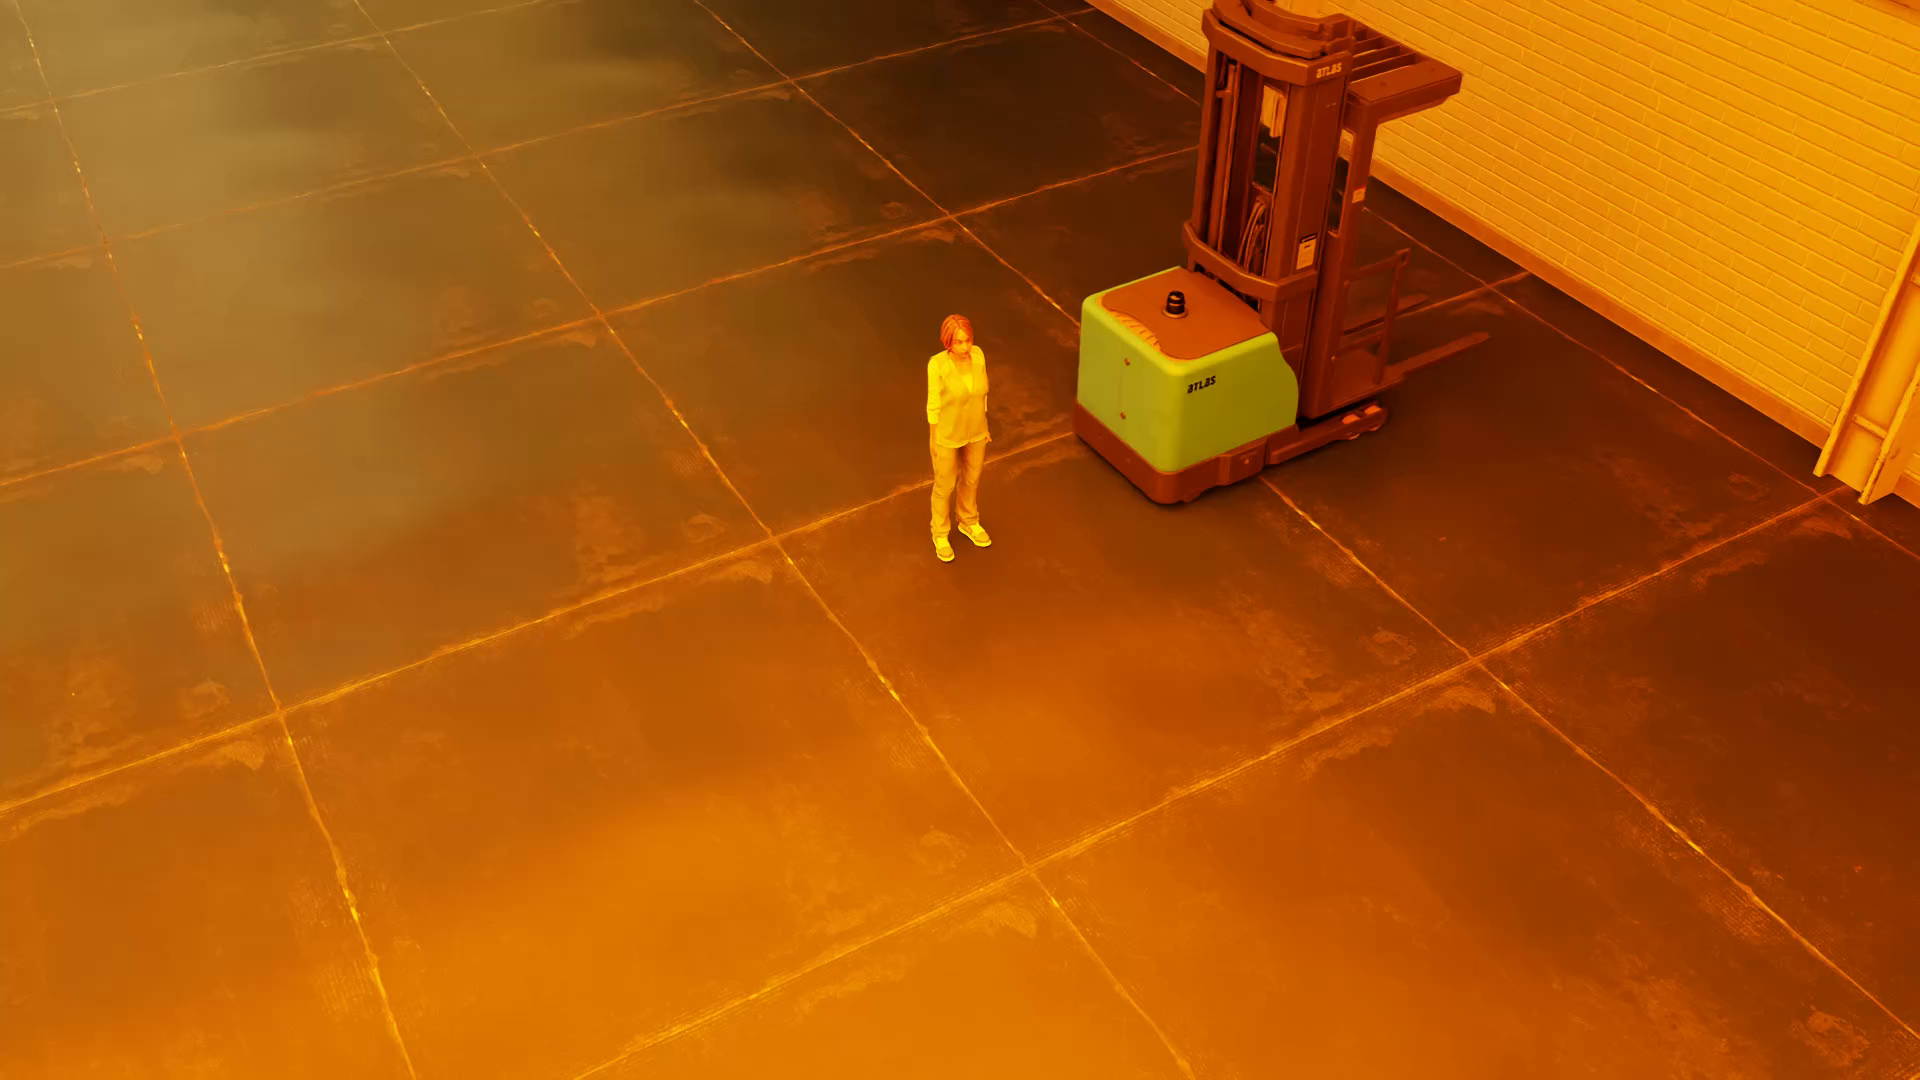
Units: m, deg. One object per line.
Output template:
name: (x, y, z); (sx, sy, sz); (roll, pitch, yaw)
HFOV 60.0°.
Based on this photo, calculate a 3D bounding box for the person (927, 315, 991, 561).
person: (0.000, -0.614, 9.821); (0.402, 1.601, 0.326); (-20, 44, -23)

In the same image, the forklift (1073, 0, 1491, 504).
forklift: (2.280, -2.067, 10.528); (3.031, 2.935, 1.130); (-22, 44, -24)
